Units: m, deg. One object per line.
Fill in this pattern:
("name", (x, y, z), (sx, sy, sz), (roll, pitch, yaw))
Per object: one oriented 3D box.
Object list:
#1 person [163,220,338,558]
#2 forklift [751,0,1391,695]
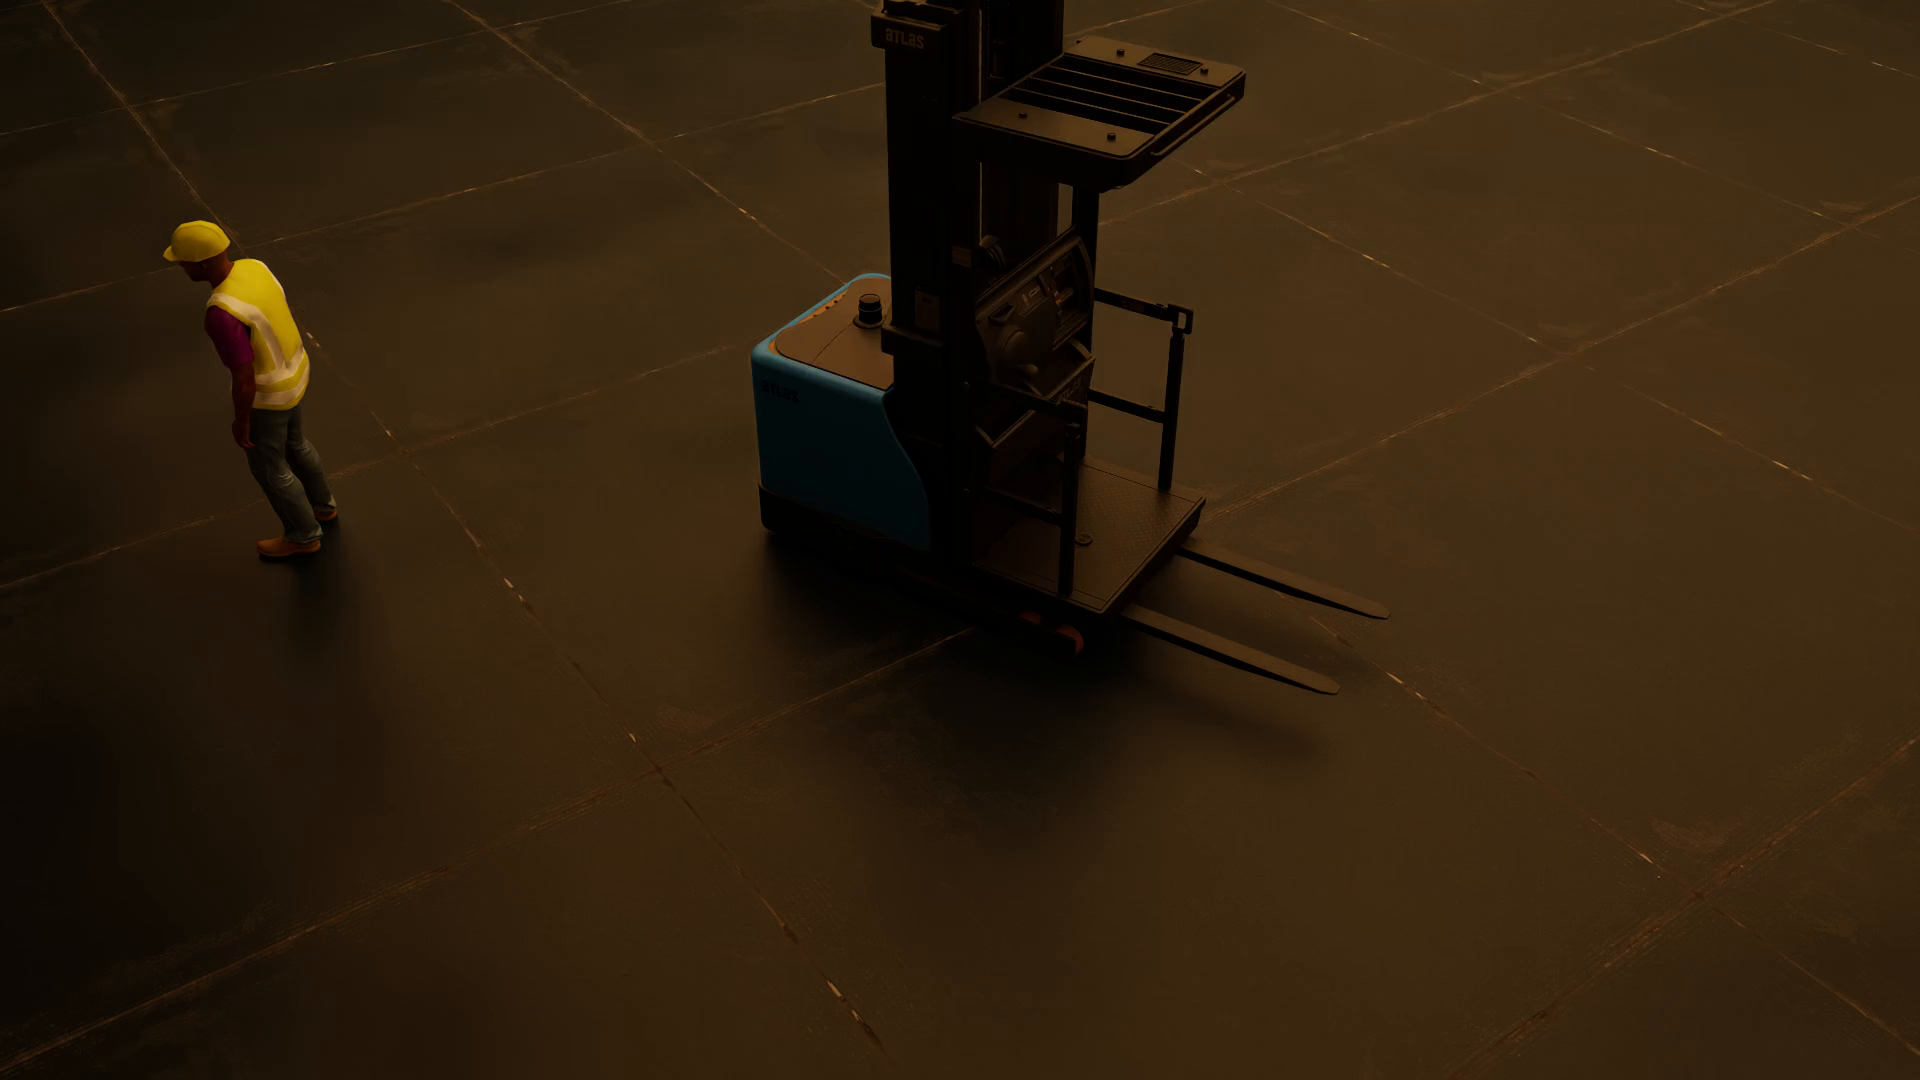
("person", (-3.331, -0.720, 7.907), (0.462, 1.759, 0.633), (-1, 36, -1))
("forklift", (0.514, -0.985, 7.276), (3.031, 2.935, 1.130), (21, 41, 26))
